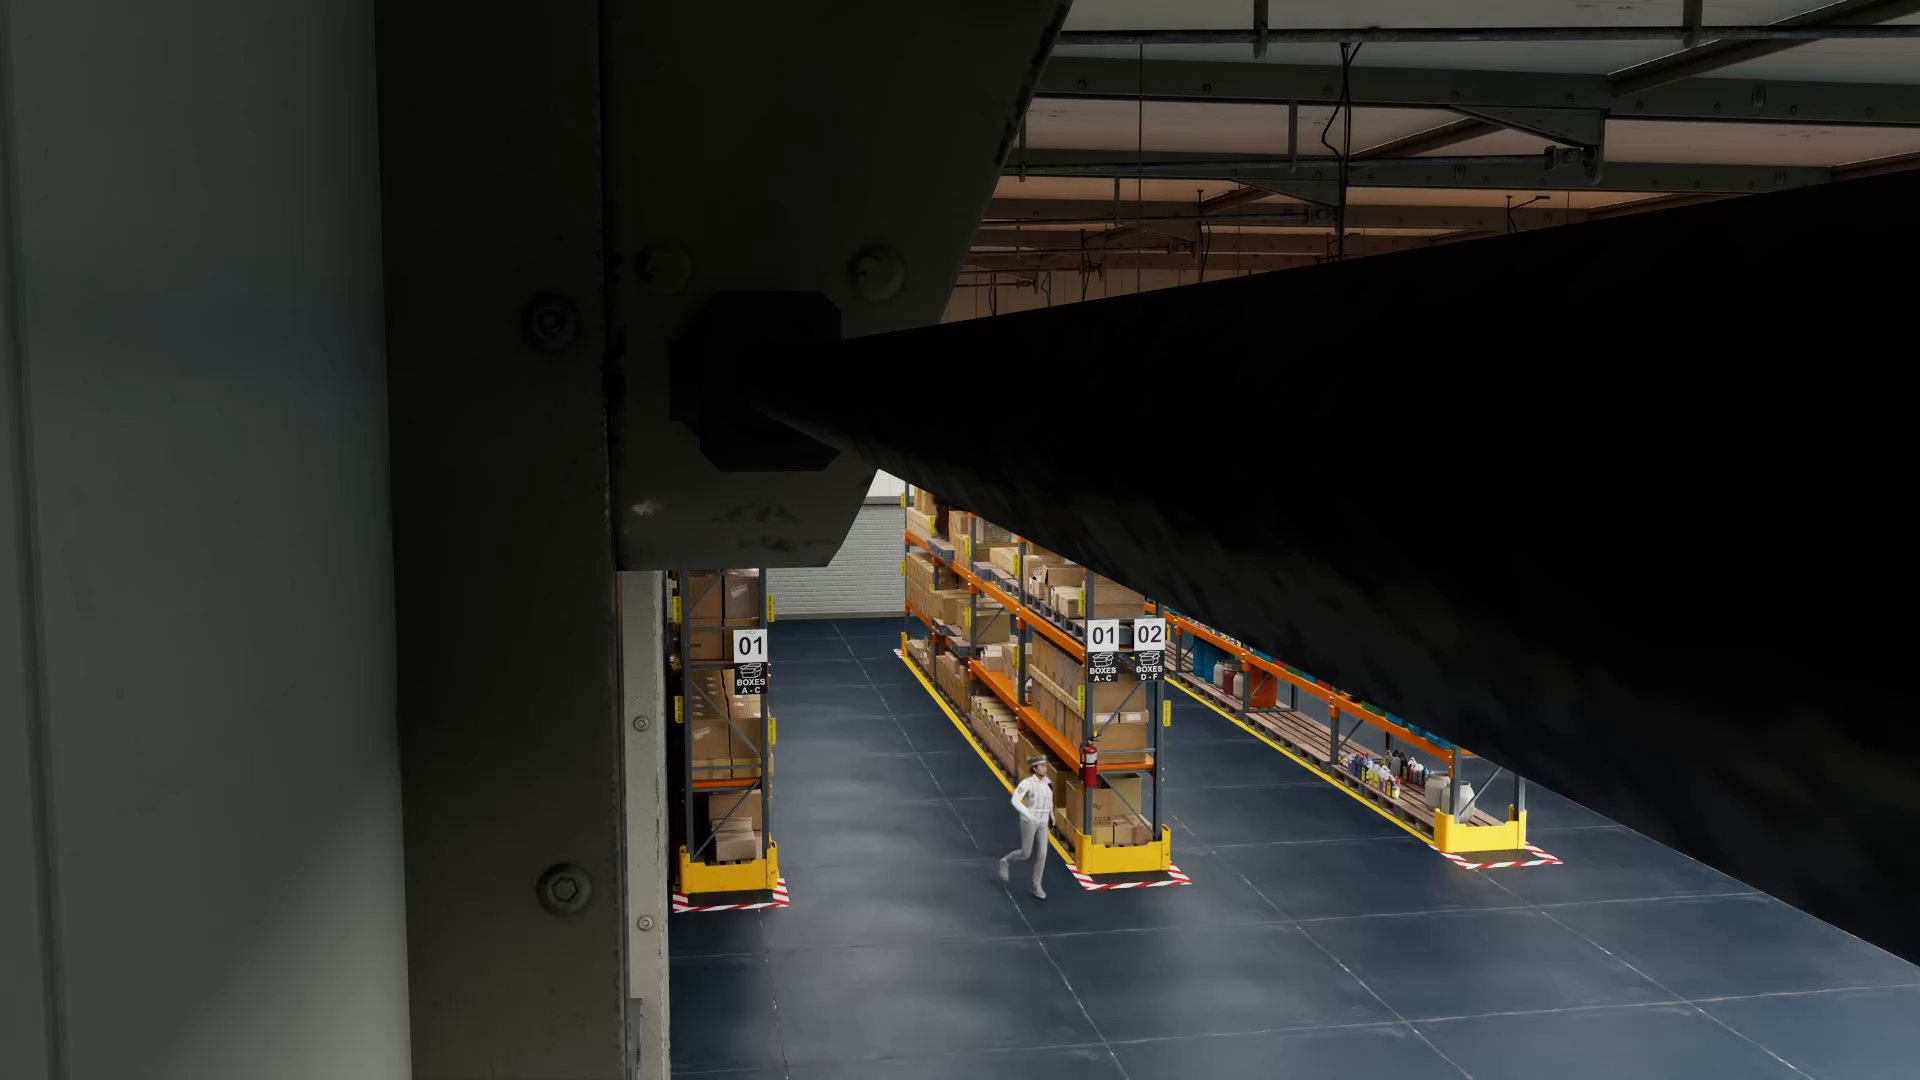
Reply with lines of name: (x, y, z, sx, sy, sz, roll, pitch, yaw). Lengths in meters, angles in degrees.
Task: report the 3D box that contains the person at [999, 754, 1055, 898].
person: (0.914, 3.418, 20.168, 0.646, 1.646, 0.845, -4, 7, -35)
